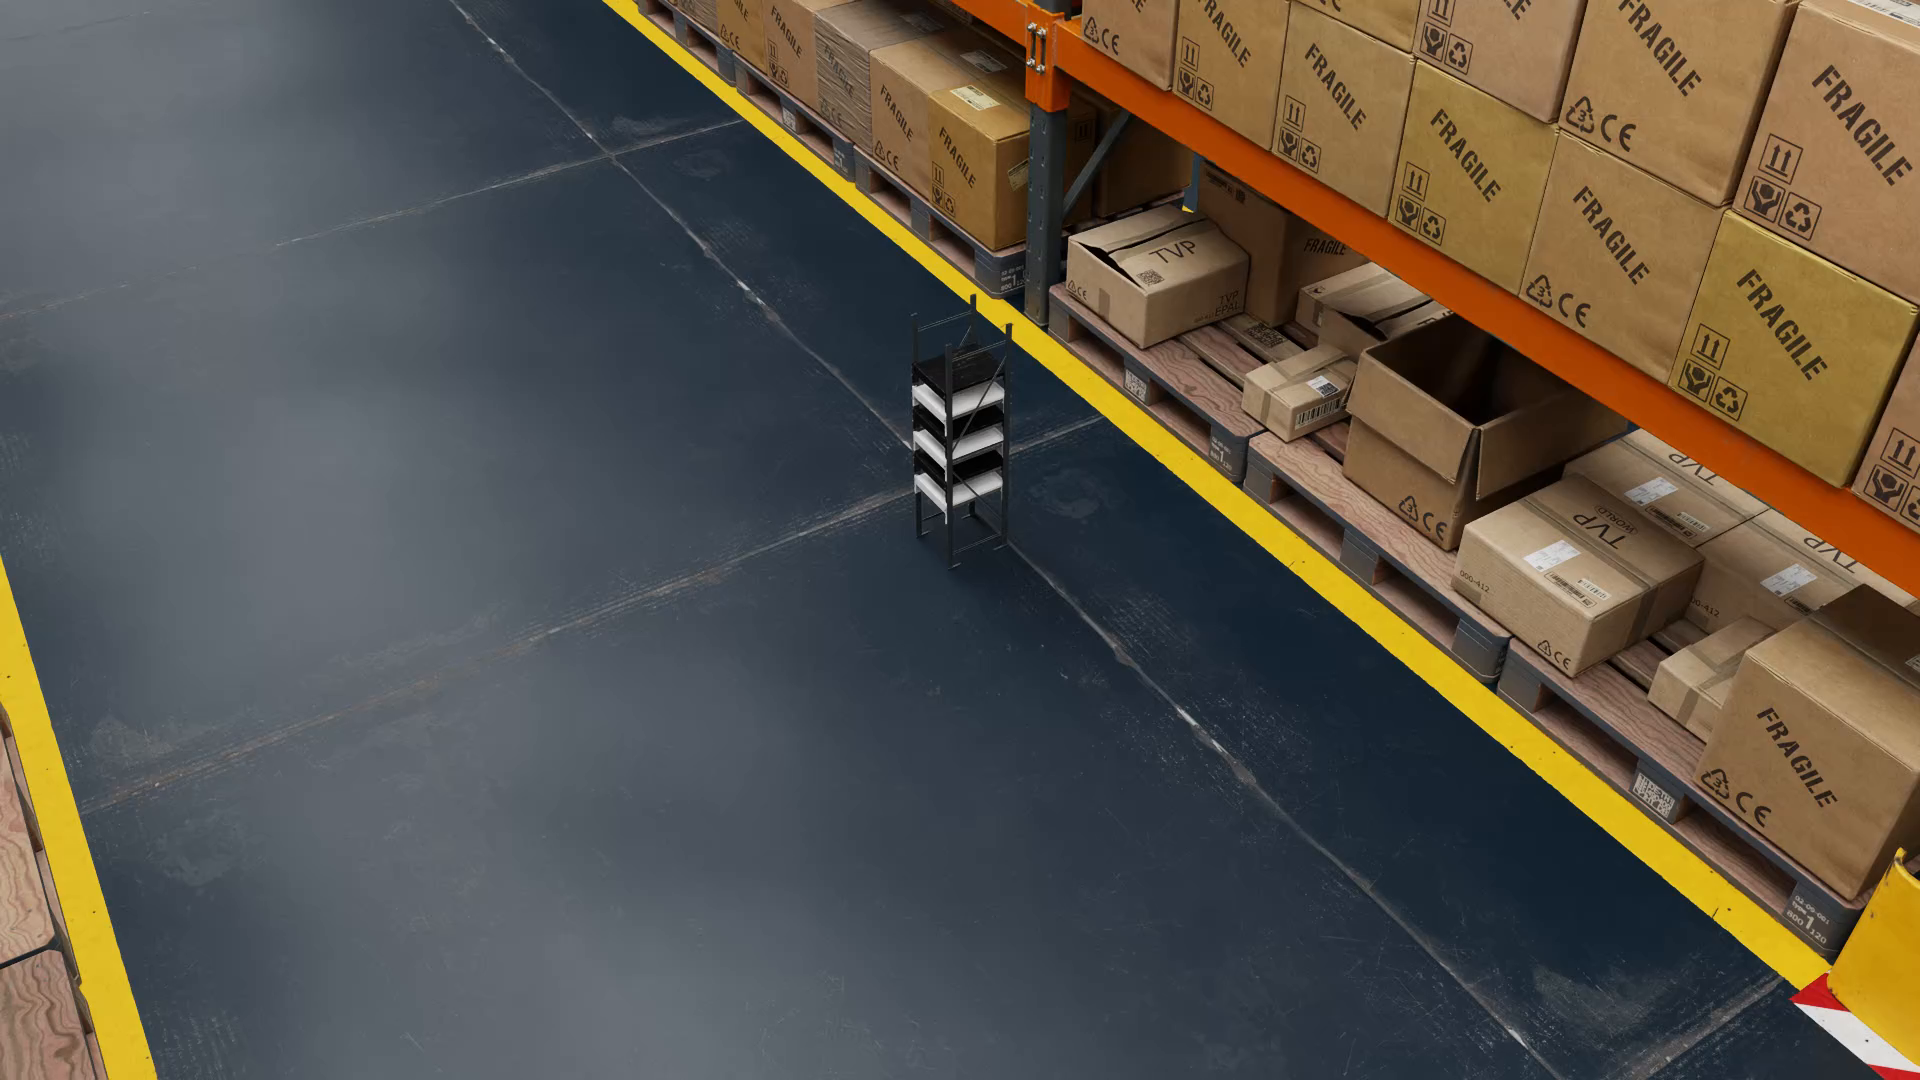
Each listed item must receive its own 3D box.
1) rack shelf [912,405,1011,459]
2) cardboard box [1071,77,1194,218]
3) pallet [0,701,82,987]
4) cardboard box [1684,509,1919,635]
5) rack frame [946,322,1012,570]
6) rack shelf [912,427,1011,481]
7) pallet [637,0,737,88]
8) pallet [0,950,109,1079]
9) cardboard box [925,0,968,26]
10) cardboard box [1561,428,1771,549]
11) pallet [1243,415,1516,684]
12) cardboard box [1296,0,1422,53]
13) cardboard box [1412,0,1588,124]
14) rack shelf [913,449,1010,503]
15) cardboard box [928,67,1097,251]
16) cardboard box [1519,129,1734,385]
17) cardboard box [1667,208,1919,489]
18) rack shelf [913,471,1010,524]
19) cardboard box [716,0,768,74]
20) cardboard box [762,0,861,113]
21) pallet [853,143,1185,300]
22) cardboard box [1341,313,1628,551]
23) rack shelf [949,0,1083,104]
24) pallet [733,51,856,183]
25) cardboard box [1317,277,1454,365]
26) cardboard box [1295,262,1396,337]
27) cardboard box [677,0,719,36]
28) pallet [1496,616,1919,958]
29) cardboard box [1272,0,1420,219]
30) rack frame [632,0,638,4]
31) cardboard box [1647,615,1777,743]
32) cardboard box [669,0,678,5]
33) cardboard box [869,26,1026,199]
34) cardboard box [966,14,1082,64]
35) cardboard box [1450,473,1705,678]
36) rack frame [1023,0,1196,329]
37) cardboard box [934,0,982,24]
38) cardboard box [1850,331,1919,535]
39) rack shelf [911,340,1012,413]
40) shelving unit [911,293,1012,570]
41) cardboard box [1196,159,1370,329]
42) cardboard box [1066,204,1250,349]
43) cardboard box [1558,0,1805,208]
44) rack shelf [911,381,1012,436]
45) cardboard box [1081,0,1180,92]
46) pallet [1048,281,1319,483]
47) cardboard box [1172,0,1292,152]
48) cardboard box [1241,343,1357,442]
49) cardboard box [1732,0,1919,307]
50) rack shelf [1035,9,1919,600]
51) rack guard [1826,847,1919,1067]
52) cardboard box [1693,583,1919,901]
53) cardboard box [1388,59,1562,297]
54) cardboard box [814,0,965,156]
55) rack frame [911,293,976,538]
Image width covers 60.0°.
[{"bbox_3d":[0.004,-0.385,5.420,0.258,0.077,0.200,-22,45,-24],"label":"rack shelf"},{"bbox_3d":[0.662,-1.772,7.142,0.500,0.500,0.500,-24,46,-26],"label":"cardboard box"},{"bbox_3d":[-3.033,0.940,4.457,1.003,0.211,1.213,-22,45,-24],"label":"pallet"},{"bbox_3d":[2.546,0.167,5.010,0.500,0.250,0.500,-22,45,-24],"label":"cardboard box"},{"bbox_3d":[0.059,-0.286,5.391,0.240,0.900,0.006,-22,45,-24],"label":"rack frame"},{"bbox_3d":[0.004,-0.316,5.478,0.258,0.077,0.200,-22,45,-24],"label":"rack shelf"},{"bbox_3d":[-1.064,-2.890,9.053,1.003,0.211,1.213,-22,45,-24],"label":"pallet"},{"bbox_3d":[-2.373,1.599,3.666,1.003,0.211,1.213,-22,45,-24],"label":"pallet"},{"bbox_3d":[0.104,-2.328,7.809,0.500,0.500,0.500,-22,44,-24],"label":"cardboard box"},{"bbox_3d":[2.277,-0.102,5.334,0.500,0.250,0.500,-22,45,-24],"label":"cardboard box"},{"bbox_3d":[1.746,-0.116,5.725,1.003,0.211,1.213,-22,45,-24],"label":"pallet"},{"bbox_3d":[1.287,-1.733,4.628,0.500,0.500,0.500,-24,45,-26],"label":"cardboard box"},{"bbox_3d":[1.565,-1.455,4.294,0.500,0.500,0.500,-21,44,-23],"label":"cardboard box"},{"bbox_3d":[0.004,-0.247,5.536,0.258,0.077,0.200,-22,45,-24],"label":"rack shelf"},{"bbox_3d":[0.210,-1.594,6.929,0.500,0.500,0.500,-22,45,-25],"label":"cardboard box"},{"bbox_3d":[1.852,-0.795,4.283,0.500,0.500,0.500,-22,45,-24],"label":"cardboard box"},{"bbox_3d":[2.116,-0.524,3.958,0.500,0.500,0.500,-22,45,-24],"label":"cardboard box"},{"bbox_3d":[0.004,-0.177,5.593,0.258,0.077,0.200,-22,45,-24],"label":"rack shelf"},{"bbox_3d":[-0.878,-2.688,8.242,0.500,0.500,0.500,-23,45,-25],"label":"cardboard box"},{"bbox_3d":[-0.593,-2.408,7.906,0.500,0.500,0.500,-24,45,-26],"label":"cardboard box"},{"bbox_3d":[0.248,-1.573,7.472,1.003,0.211,1.213,-22,45,-24],"label":"pallet"},{"bbox_3d":[1.732,-0.416,5.512,0.797,0.503,0.637,-22,45,-24],"label":"cardboard box"},{"bbox_3d":[-0.358,-3.021,7.594,1.077,0.370,4.000,-22,45,-24],"label":"rack shelf"},{"bbox_3d":[-0.412,-2.232,8.263,1.003,0.211,1.213,-22,45,-24],"label":"pallet"},{"bbox_3d":[1.666,-0.739,6.051,0.500,0.311,0.500,-22,45,-24],"label":"cardboard box"},{"bbox_3d":[1.515,-0.900,6.370,0.380,0.149,0.250,-22,45,-24],"label":"cardboard box"},{"bbox_3d":[-1.144,-2.961,8.569,0.500,0.500,0.500,-24,45,-26],"label":"cardboard box"},{"bbox_3d":[2.398,0.542,4.935,1.003,0.211,1.213,-22,45,-24],"label":"pallet"},{"bbox_3d":[1.306,-1.341,4.938,0.500,0.500,0.500,-22,45,-25],"label":"cardboard box"},{"bbox_3d":[-1.434,-4.377,8.659,1.000,3.000,0.127,-22,45,-24],"label":"rack frame"},{"bbox_3d":[2.226,0.402,4.794,0.380,0.166,0.250,-22,45,-24],"label":"cardboard box"},{"bbox_3d":[-1.430,-3.241,8.906,0.500,0.500,0.500,-20,44,-23],"label":"cardboard box"},{"bbox_3d":[-0.049,-1.864,7.253,0.500,0.500,0.500,-22,45,-24],"label":"cardboard box"},{"bbox_3d":[0.366,-2.056,7.483,0.500,0.500,0.500,-22,44,-24],"label":"cardboard box"},{"bbox_3d":[1.882,0.097,5.095,0.500,0.250,0.500,-22,45,-24],"label":"cardboard box"},{"bbox_3d":[0.717,-2.218,6.068,1.000,3.000,0.127,-22,45,-24],"label":"rack frame"},{"bbox_3d":[0.125,-2.599,7.549,0.500,0.250,0.500,-22,45,-24],"label":"cardboard box"},{"bbox_3d":[2.398,-0.245,3.623,0.500,0.500,0.500,-21,44,-23],"label":"cardboard box"},{"bbox_3d":[0.004,-0.523,5.305,0.258,0.077,0.200,-22,45,-24],"label":"rack shelf"},{"bbox_3d":[0.004,-0.341,5.457,0.258,0.900,0.210,-22,45,-24],"label":"shelving unit"},{"bbox_3d":[1.263,-1.217,6.476,0.500,0.500,0.500,-22,45,-24],"label":"cardboard box"},{"bbox_3d":[0.760,-1.053,6.427,0.500,0.311,0.500,-22,45,-24],"label":"cardboard box"},{"bbox_3d":[1.842,-1.178,3.961,0.500,0.500,0.500,-21,44,-23],"label":"cardboard box"},{"bbox_3d":[0.004,-0.454,5.363,0.258,0.077,0.200,-22,45,-24],"label":"rack shelf"},{"bbox_3d":[0.761,-1.887,5.594,0.500,0.500,0.500,-21,44,-23],"label":"cardboard box"},{"bbox_3d":[1.086,-0.775,6.516,1.003,0.211,1.213,-22,45,-24],"label":"pallet"},{"bbox_3d":[1.039,-1.612,5.263,0.500,0.500,0.500,-21,44,-24],"label":"cardboard box"},{"bbox_3d":[1.234,-0.534,5.917,0.380,0.166,0.250,-22,45,-24],"label":"cardboard box"},{"bbox_3d":[2.124,-0.899,3.627,0.500,0.500,0.500,-21,44,-23],"label":"cardboard box"},{"bbox_3d":[1.792,-0.862,5.003,1.077,0.370,4.000,-22,45,-24],"label":"rack shelf"},{"bbox_3d":[2.827,0.860,4.327,1.175,0.500,0.348,-22,45,-24],"label":"rack guard"},{"bbox_3d":[2.368,0.524,4.387,0.500,0.500,0.500,-22,45,-24],"label":"cardboard box"},{"bbox_3d":[1.581,-1.067,4.610,0.500,0.500,0.500,-23,45,-25],"label":"cardboard box"},{"bbox_3d":[-0.318,-2.135,7.578,0.500,0.500,0.500,-22,44,-24],"label":"cardboard box"},{"bbox_3d":[-0.050,-0.396,5.523,0.240,0.900,0.006,-22,45,-24],"label":"rack frame"}]
